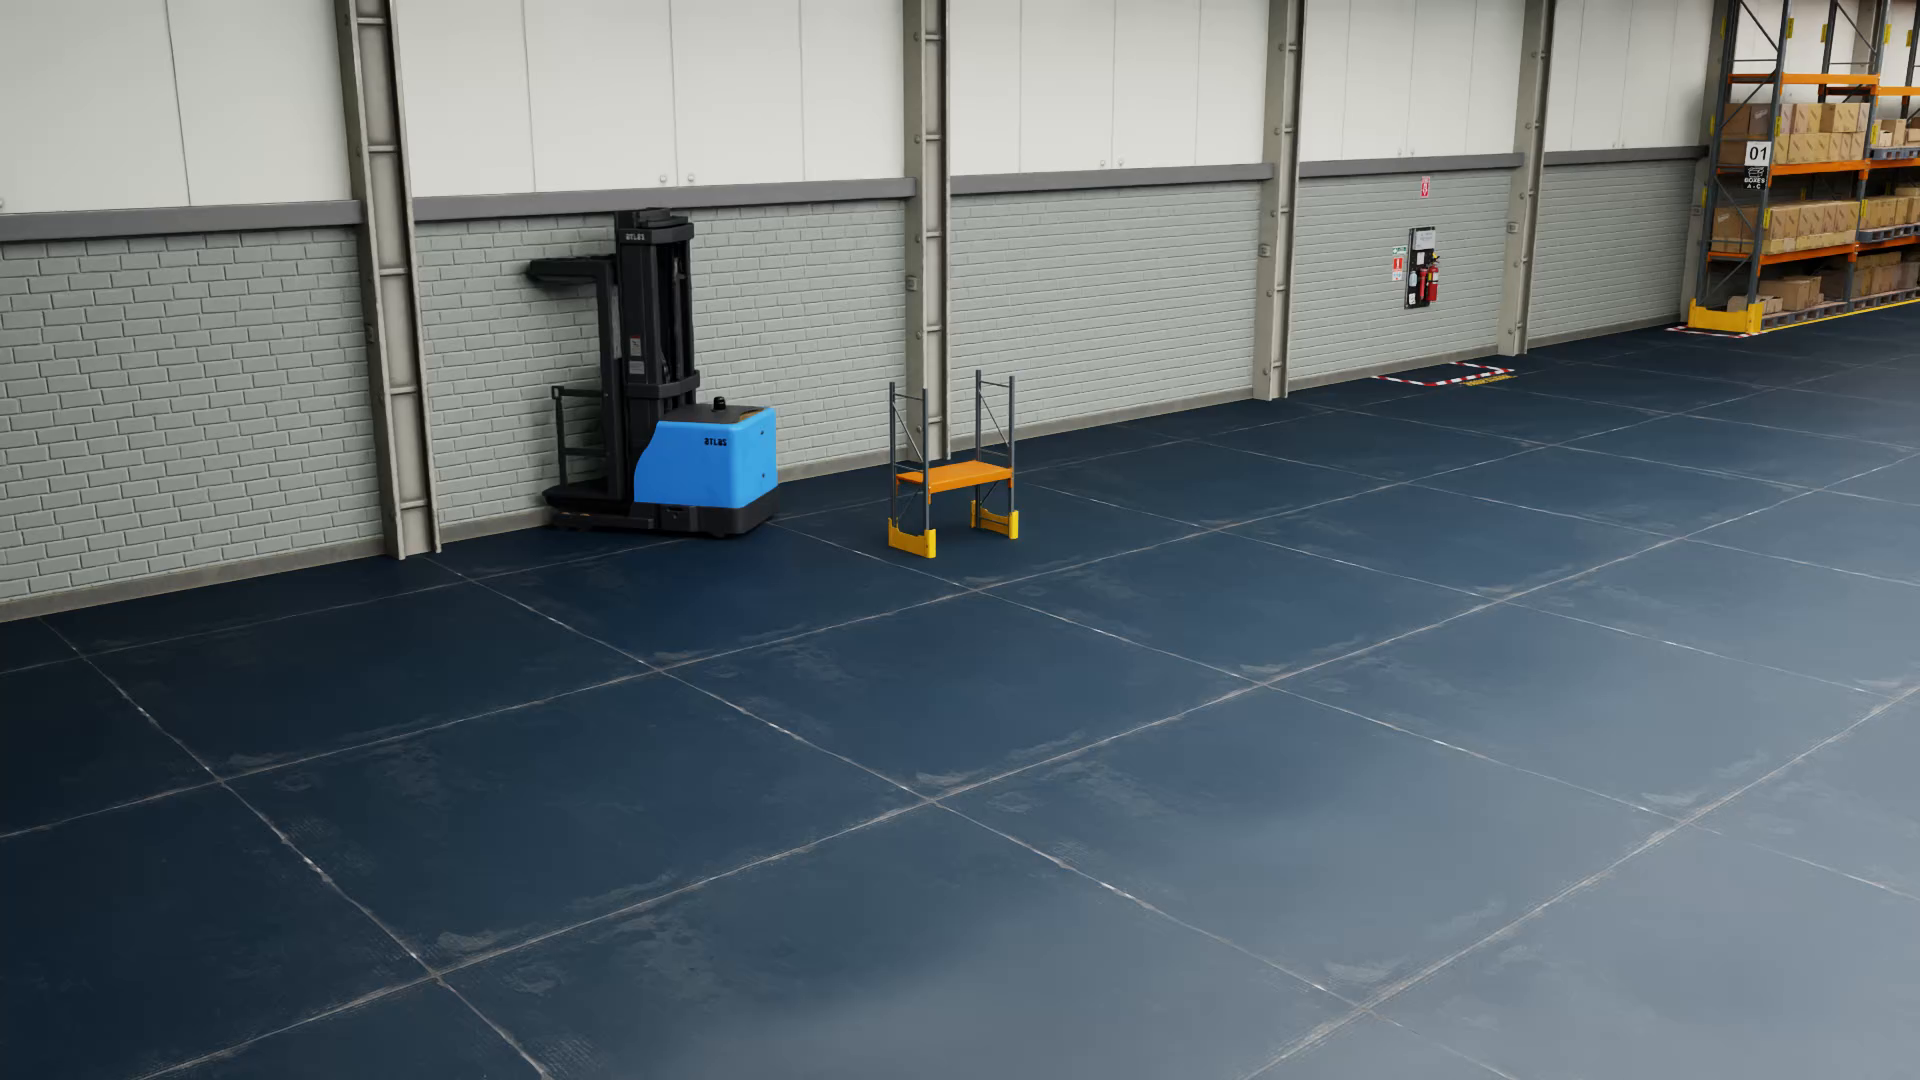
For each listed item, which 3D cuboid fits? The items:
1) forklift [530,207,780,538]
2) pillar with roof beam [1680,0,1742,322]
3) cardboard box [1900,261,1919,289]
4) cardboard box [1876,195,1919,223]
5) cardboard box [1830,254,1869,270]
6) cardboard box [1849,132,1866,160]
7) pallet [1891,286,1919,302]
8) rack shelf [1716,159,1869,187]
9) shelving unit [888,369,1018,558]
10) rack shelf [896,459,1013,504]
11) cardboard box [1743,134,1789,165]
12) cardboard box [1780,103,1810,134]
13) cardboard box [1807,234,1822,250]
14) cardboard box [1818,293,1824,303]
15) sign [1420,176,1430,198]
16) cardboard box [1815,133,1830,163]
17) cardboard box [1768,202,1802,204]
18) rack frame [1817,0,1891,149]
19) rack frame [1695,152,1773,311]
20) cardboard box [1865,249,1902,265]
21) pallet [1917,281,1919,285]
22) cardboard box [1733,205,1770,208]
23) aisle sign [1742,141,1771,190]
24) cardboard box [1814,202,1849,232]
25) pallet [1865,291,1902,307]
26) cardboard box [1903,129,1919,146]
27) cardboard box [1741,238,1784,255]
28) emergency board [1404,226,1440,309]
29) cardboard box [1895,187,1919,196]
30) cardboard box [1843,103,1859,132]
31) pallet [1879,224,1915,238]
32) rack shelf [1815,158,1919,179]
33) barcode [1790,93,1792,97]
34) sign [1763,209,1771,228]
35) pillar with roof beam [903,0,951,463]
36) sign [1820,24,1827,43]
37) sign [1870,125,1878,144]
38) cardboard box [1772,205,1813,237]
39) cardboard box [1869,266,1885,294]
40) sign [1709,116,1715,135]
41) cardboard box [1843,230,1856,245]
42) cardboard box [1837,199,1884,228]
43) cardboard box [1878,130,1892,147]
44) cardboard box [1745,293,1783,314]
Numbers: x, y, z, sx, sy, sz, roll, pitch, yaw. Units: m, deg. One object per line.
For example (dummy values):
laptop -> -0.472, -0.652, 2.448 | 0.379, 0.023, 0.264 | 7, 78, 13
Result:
forklift -> -3.317, -1.624, 15.652 | 3.031, 2.935, 1.130 | 4, 15, 14
pillar with roof beam -> 16.054, -7.465, 25.759 | 0.400, 9.000, 9.100 | -13, 19, -39
cardboard box -> 18.794, -5.346, 33.441 | 0.500, 0.500, 0.700 | -12, 19, -39
cardboard box -> 18.551, -6.552, 32.921 | 0.700, 0.500, 0.500 | 14, 20, 42
cardboard box -> 17.160, -5.366, 32.063 | 0.500, 0.250, 0.500 | -13, 20, -41
cardboard box -> 16.065, -7.168, 30.229 | 0.500, 0.500, 0.500 | -12, 19, -38
pallet -> 18.712, -4.994, 33.536 | 1.213, 0.211, 1.003 | -13, 19, -39
rack shelf -> 14.776, -6.558, 29.571 | 4.000, 0.370, 1.077 | -13, 19, -39
shelving unit -> -0.058, -0.712, 15.008 | 1.083, 1.500, 0.587 | -13, 19, -39
rack shelf -> -0.064, -0.536, 15.049 | 1.000, 0.185, 0.538 | -13, 19, -39
cardboard box -> 13.684, -6.633, 28.224 | 0.500, 0.500, 0.500 | -12, 19, -38
cardboard box -> 14.129, -7.201, 28.414 | 0.500, 0.500, 0.500 | -13, 20, -40
cardboard box -> 14.998, -5.337, 29.669 | 0.500, 0.250, 0.500 | -12, 19, -39
cardboard box -> 15.901, -4.542, 31.081 | 0.380, 0.166, 0.250 | 13, 20, 40
sign -> 6.741, -5.115, 24.095 | 0.199, 0.298, 0.001 | -13, 19, -39
cardboard box -> 14.892, -6.900, 29.226 | 0.500, 0.500, 0.500 | -11, 19, -36
cardboard box -> 15.021, -5.886, 30.270 | 0.500, 0.500, 0.500 | -12, 19, -38
rack frame -> 16.285, -8.694, 30.359 | 0.127, 3.000, 1.000 | -13, 19, -39
rack frame -> 13.268, -5.118, 28.597 | 0.127, 3.000, 1.000 | -13, 19, -39
cardboard box -> 18.323, -5.624, 33.029 | 0.500, 0.250, 0.500 | -12, 19, -38
pallet -> 19.947, -5.245, 34.475 | 1.213, 0.211, 1.003 | -13, 19, -39
cardboard box -> 13.870, -5.622, 29.283 | 0.500, 0.500, 0.500 | -12, 19, -39
aisle sign -> 13.410, -6.303, 27.997 | 0.004, 0.787, 0.394 | -13, 19, -39
cardboard box -> 15.759, -5.869, 30.208 | 0.500, 0.500, 0.500 | -13, 20, -40
pallet -> 17.792, -4.788, 32.766 | 1.213, 0.211, 1.003 | -13, 19, -39
cardboard box -> 18.264, -7.780, 32.513 | 0.637, 0.503, 0.797 | -9, 18, -32
cardboard box -> 13.844, -5.076, 28.691 | 0.500, 0.250, 0.500 | -13, 20, -41
emergency board -> 6.812, -3.977, 24.326 | 0.643, 1.169, 0.194 | -13, 19, -39
cardboard box -> 18.829, -6.925, 33.061 | 0.380, 0.149, 0.250 | 12, 19, 38
cardboard box -> 15.677, -7.552, 29.729 | 0.500, 0.500, 0.500 | -11, 19, -36
pallet -> 17.836, -6.037, 32.410 | 1.213, 0.211, 1.003 | -13, 19, -39
rack shelf -> 17.794, -7.236, 32.108 | 4.000, 0.370, 1.077 | -13, 19, -39
barcode -> 14.954, -8.011, 29.933 | 0.075, 0.075, 0.001 | -13, 19, -39
sign -> 13.624, -5.430, 28.090 | 0.005, 0.325, 0.100 | -13, 19, -39
pillar with roof beam -> 2.475, -4.416, 14.344 | 0.400, 9.000, 9.100 | -13, 19, -39
sign -> 15.917, -9.328, 30.619 | 0.005, 0.325, 0.100 | -13, 19, -39
sign -> 16.647, -7.390, 30.289 | 0.005, 0.325, 0.100 | -13, 19, -39
cardboard box -> 14.598, -5.608, 29.230 | 0.500, 0.500, 0.500 | -13, 20, -41
cardboard box -> 17.598, -5.104, 32.537 | 0.500, 0.500, 0.700 | -12, 19, -39
sign -> 12.918, -7.106, 28.513 | 0.005, 0.325, 0.100 | -13, 19, -39
cardboard box -> 16.127, -5.593, 30.629 | 0.500, 0.250, 0.500 | -13, 19, -39
cardboard box -> 17.118, -6.229, 31.711 | 0.500, 0.500, 0.700 | -10, 18, -34
cardboard box -> 17.215, -7.586, 31.383 | 0.500, 0.311, 0.500 | -12, 19, -38
cardboard box -> 14.279, -4.227, 29.622 | 0.500, 0.311, 0.500 | -11, 18, -35
